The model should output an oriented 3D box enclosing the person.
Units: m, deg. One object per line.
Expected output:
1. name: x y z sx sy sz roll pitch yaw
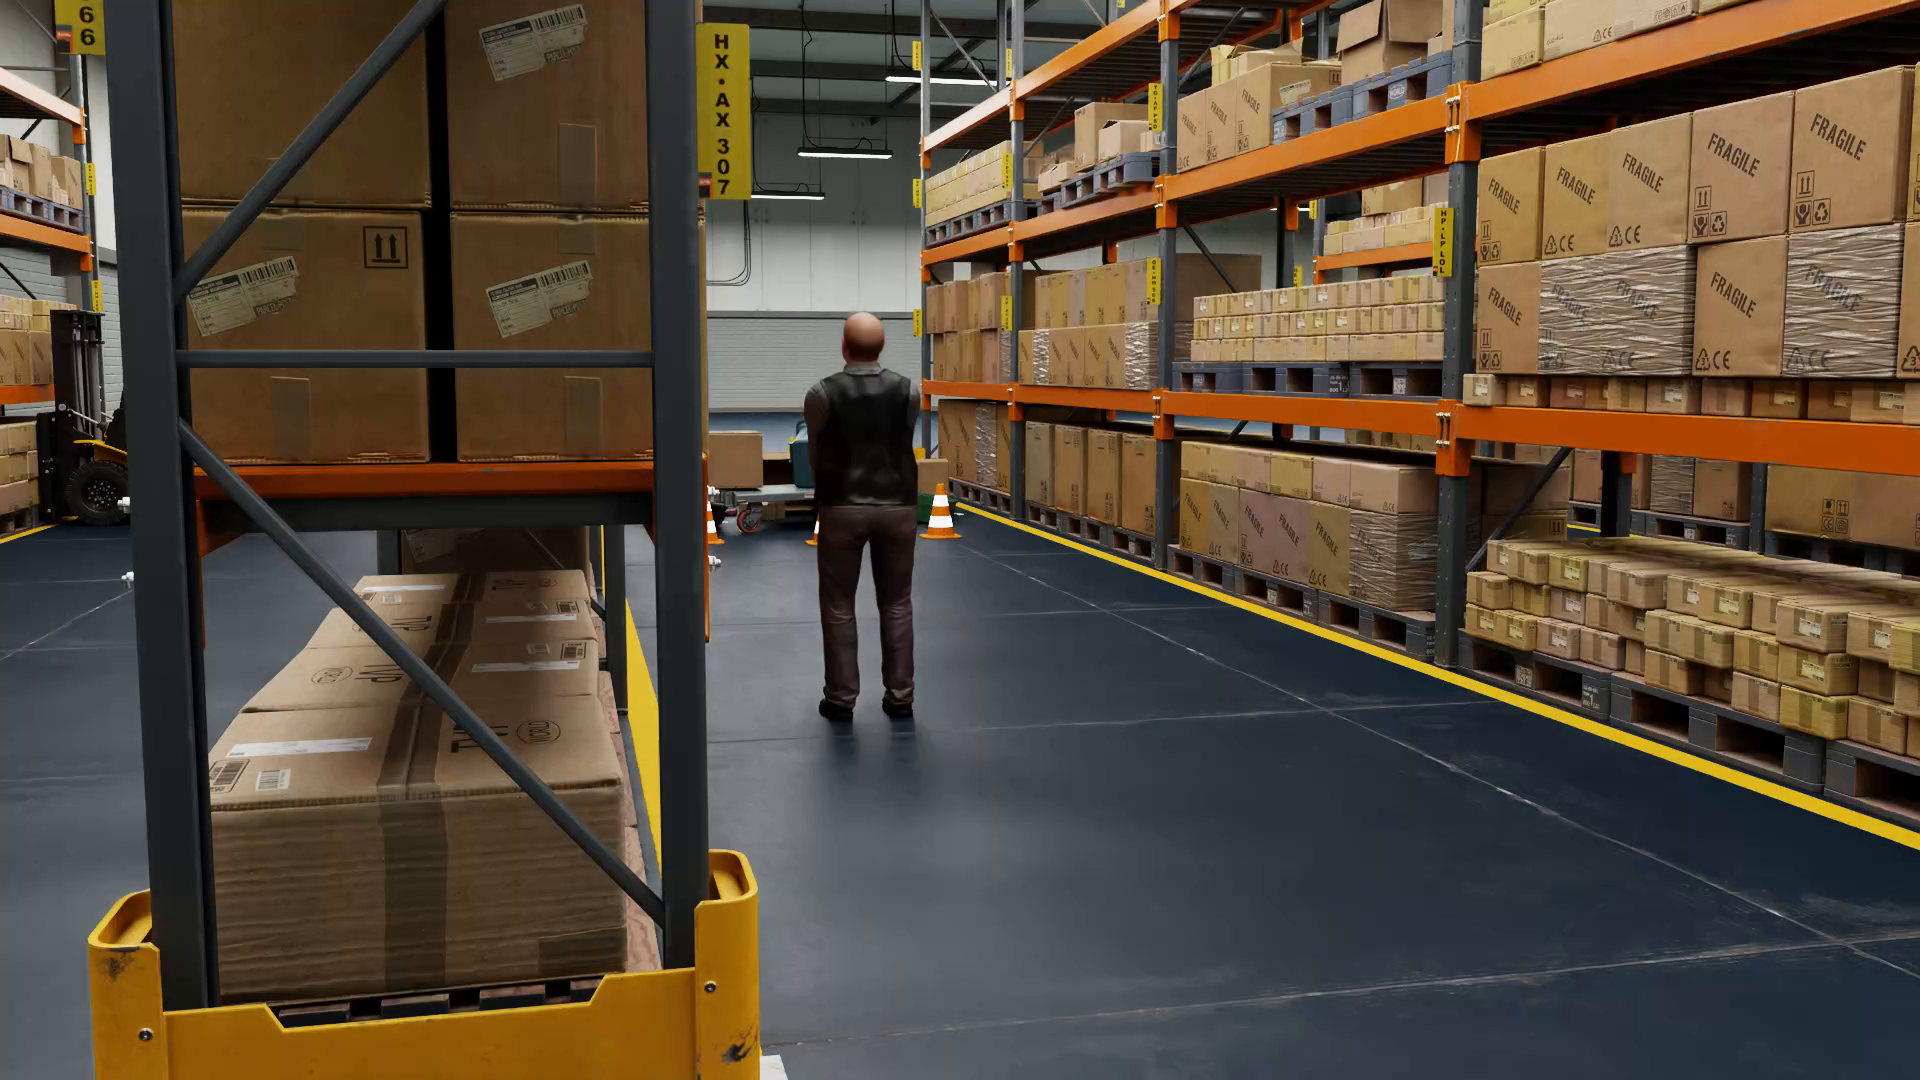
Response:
1. person: -0.433 -0.109 7.127 0.494 1.711 0.560 -1 6 -13
